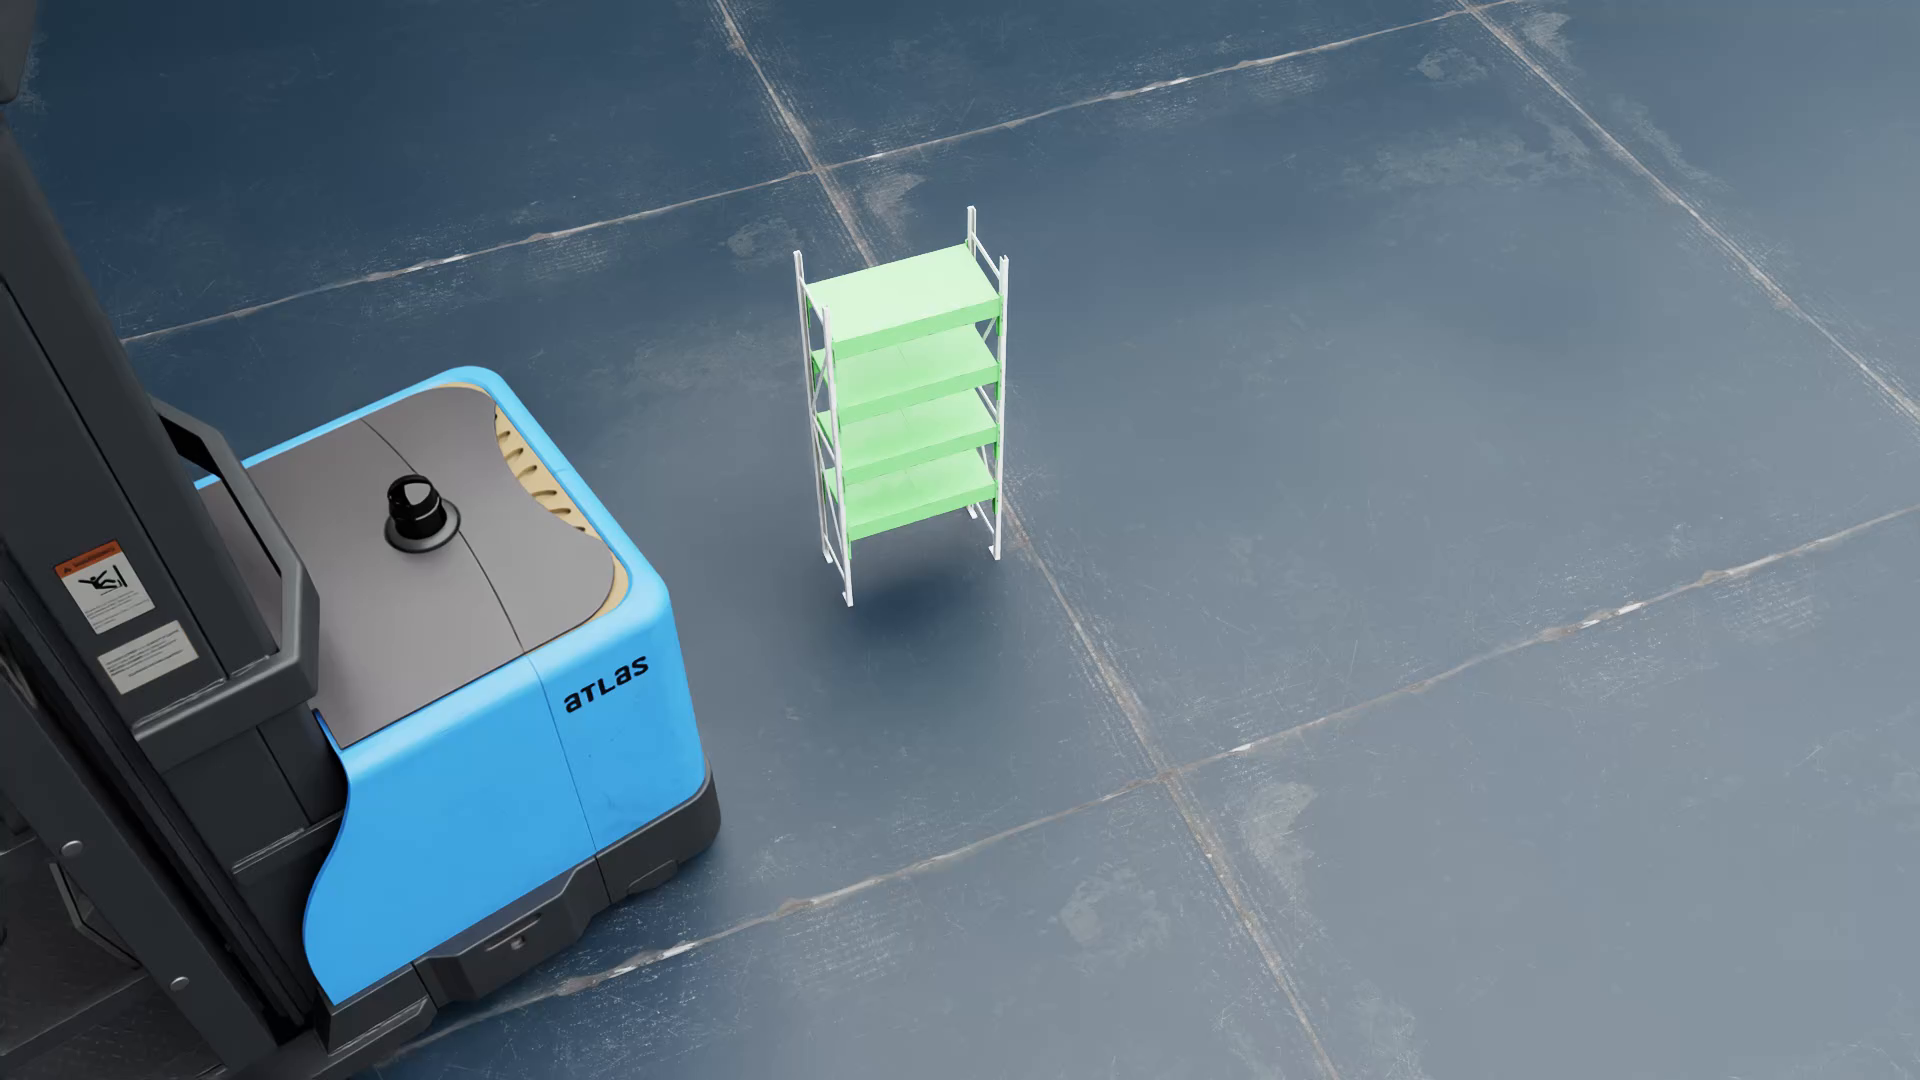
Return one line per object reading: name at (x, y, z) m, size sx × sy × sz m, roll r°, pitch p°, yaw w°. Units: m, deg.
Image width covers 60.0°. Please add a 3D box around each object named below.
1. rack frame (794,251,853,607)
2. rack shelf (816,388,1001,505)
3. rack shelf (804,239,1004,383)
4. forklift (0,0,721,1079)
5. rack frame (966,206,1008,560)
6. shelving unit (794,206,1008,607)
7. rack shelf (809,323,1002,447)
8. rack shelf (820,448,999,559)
rack frame at (-0.379, -0.273, 4.694) m, size 0.015 × 1.200 × 0.240 m, roll -17°, pitch 52°, yaw -14°
rack shelf at (-0.153, -0.302, 4.803) m, size 0.480 × 0.148 × 0.258 m, roll -17°, pitch 52°, yaw -14°
rack shelf at (-0.153, -0.615, 4.438) m, size 0.480 × 0.148 × 0.258 m, roll -17°, pitch 52°, yaw -14°
forklift at (-2.136, 0.232, 3.119) m, size 3.031 × 2.935 × 1.130 m, roll -29°, pitch 55°, yaw -23°
rack frame at (0.073, -0.413, 4.814) m, size 0.015 × 1.200 × 0.240 m, roll -17°, pitch 52°, yaw -14°
shelving unit at (-0.153, -0.343, 4.754) m, size 0.503 × 1.200 × 0.258 m, roll -17°, pitch 52°, yaw -14°
rack shelf at (-0.153, -0.458, 4.620) m, size 0.480 × 0.148 × 0.258 m, roll -17°, pitch 52°, yaw -14°
rack shelf at (-0.153, -0.145, 4.985) m, size 0.480 × 0.148 × 0.258 m, roll -17°, pitch 52°, yaw -14°
